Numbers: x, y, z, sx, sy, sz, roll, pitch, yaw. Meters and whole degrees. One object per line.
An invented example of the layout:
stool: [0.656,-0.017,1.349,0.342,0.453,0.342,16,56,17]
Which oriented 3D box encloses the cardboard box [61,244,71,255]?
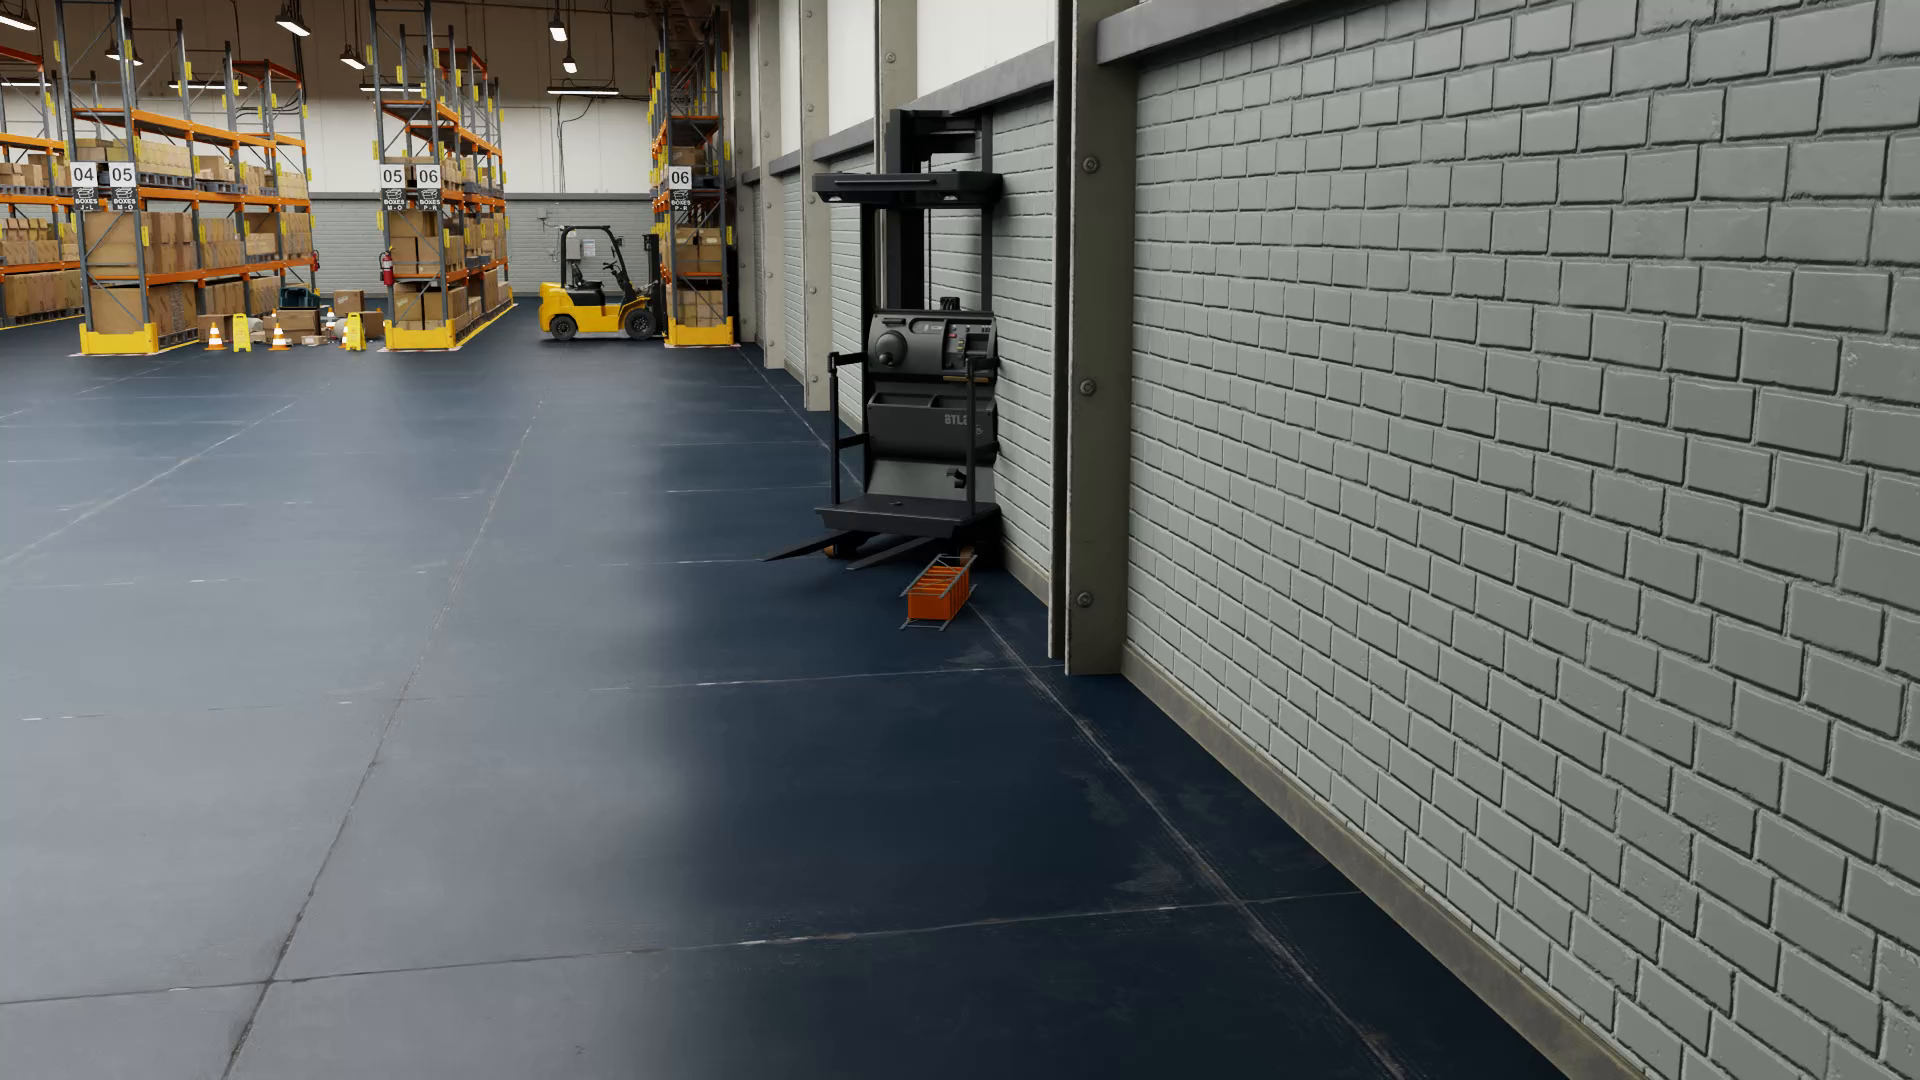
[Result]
cardboard box: [-21.531,-6.916,39.617,0.500,0.250,0.500,-2,11,-12]

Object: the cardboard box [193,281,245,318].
cardboard box: [-16.004,-5.162,35.691,1.050,0.750,0.750,-2,11,-12]

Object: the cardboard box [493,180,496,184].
cardboard box: [-12.578,-9.418,44.144,0.500,0.250,0.500,-3,11,-16]

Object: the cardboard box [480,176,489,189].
cardboard box: [-11.599,-8.590,39.901,0.500,0.311,0.500,-2,11,-11]

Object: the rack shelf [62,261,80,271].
rack shelf: [-22.086,-6.761,41.122,1.077,0.370,4.000,-2,11,-11]

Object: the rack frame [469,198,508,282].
rack frame: [-12.754,-7.842,44.875,1.000,3.000,0.127,-2,11,-11]

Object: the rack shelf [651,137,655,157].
rack shelf: [-7.497,-10.248,43.407,1.077,0.370,4.000,-2,11,-11]

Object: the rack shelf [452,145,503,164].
rack shelf: [-12.365,-9.872,42.492,1.077,0.370,4.000,-2,11,-11]

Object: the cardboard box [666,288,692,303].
cardboard box: [-5.382,-4.694,31.893,0.500,0.250,0.500,-2,11,-10]

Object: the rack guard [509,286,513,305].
rack guard: [-12.759,-6.618,45.132,1.175,0.500,0.348,-2,11,-11]

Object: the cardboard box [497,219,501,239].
cardboard box: [-12.012,-7.932,42.407,0.500,0.500,0.500,-2,11,-10]

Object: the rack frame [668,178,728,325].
rack frame: [-4.774,-5.089,30.410,1.000,3.000,0.127,-2,11,-11]

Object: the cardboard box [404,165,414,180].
cardboard box: [-10.006,-6.538,29.605,0.500,0.250,0.500,-2,11,-12]

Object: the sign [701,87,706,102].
sign: [-5.786,-10.061,37.565,0.100,0.325,0.005,-2,11,-11]

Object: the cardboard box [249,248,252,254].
cardboard box: [-16.028,-6.447,37.096,0.380,0.149,0.250,-2,11,-8]

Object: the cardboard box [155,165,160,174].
cardboard box: [-14.427,-6.574,29.474,0.380,0.149,0.250,-2,11,-11]

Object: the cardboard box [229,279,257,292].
cardboard box: [-15.931,-5.658,36.959,0.500,0.250,0.500,-3,11,-14]

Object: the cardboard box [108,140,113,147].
cardboard box: [-15.025,-6.896,29.031,0.380,0.149,0.250,-2,11,-10]

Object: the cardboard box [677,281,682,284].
cardboard box: [-6.674,-5.934,38.680,0.380,0.149,0.250,-3,11,-14]

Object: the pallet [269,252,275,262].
pallet: [-16.806,-6.670,39.232,1.003,0.211,1.213,-2,11,-11]

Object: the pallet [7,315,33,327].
pallet: [-20.998,-4.792,36.308,1.003,0.211,1.213,-2,11,-11]

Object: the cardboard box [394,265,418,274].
cardboard box: [-9.925,-4.845,29.801,0.380,0.149,0.250,-2,11,-9]

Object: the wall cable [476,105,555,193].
wall cable: [-13.398,-11.849,49.883,2.355,3.000,0.029,-2,11,-11]

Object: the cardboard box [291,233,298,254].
cardboard box: [-16.827,-7.389,41.434,0.500,0.500,0.500,-2,11,-12]

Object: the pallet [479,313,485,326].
pallet: [-11.048,-4.862,36.674,1.003,0.211,1.213,-2,11,-11]

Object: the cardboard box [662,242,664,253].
cardboard box: [-6.303,-6.449,36.621,0.500,0.250,0.500,-2,11,-12]

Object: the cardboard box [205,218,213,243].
cardboard box: [-15.558,-6.261,33.626,0.700,0.500,0.500,-2,11,-11]

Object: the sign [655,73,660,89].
sign: [-6.082,-9.245,33.493,0.100,0.325,0.005,-2,11,-11]

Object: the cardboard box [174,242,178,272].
cardboard box: [-15.054,-5.246,30.833,0.875,0.550,0.550,-2,11,-11]

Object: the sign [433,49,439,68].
sign: [-9.110,-8.372,28.906,0.100,0.325,0.005,-2,11,-11]

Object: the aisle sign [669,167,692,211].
aisle sign: [-5.049,-6.343,30.047,0.394,0.787,0.004,-2,11,-11]

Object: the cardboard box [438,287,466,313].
cardboard box: [-9.941,-4.673,32.451,0.500,0.500,0.500,-2,11,-10]

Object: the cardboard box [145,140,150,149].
cardboard box: [-14.329,-6.872,28.905,0.380,0.149,0.250,-2,11,-12]

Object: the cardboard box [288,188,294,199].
cardboard box: [-16.831,-8.592,41.194,0.500,0.250,0.500,-2,11,-9]

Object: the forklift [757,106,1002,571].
forklift: [-0.267,-1.333,10.862,1.130,2.935,3.031,5,12,25]

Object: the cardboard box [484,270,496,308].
cardboard box: [-11.594,-5.995,39.729,0.875,0.875,0.875,-2,11,-9]

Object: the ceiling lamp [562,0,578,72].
ceiling lamp: [-9.101,-12.870,39.639,0.800,3.185,2.000,-2,11,-11]

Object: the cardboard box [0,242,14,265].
cardboard box: [-20.746,-6.163,35.784,0.500,0.500,0.500,-2,11,-9]

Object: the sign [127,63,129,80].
sign: [-15.786,-8.866,31.498,0.100,0.325,0.005,-2,11,-11]

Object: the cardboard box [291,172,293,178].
cardboard box: [-16.959,-9.151,41.731,0.380,0.149,0.250,-2,11,-13]

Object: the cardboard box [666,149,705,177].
cardboard box: [-5.200,-7.131,31.457,0.700,0.500,0.500,-2,11,-11]

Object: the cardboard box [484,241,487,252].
cardboard box: [-11.154,-6.743,38.168,0.500,0.250,0.500,-2,11,-10]

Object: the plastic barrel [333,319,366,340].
plastic barrel: [-11.529,-3.966,31.400,0.512,0.421,0.421,6,12,28]

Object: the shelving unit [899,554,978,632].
shelving unit: [-0.111,0.292,9.644,0.258,0.189,1.200,2,11,10]

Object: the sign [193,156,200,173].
sign: [-14.712,-7.229,32.040,0.100,0.325,0.005,-2,11,-11]

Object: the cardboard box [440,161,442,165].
cardboard box: [-9.564,-6.816,30.000,0.380,0.149,0.250,-2,11,-11]

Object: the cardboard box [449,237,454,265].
cardboard box: [-9.566,-5.295,30.429,0.500,0.500,0.500,-2,11,-9]

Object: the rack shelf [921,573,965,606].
rack shelf: [-0.104,0.284,9.687,0.258,0.180,0.103,2,11,10]

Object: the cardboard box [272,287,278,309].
cardboard box: [-16.321,-5.667,39.013,0.500,0.500,0.500,-2,11,-12]

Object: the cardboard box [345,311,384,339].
cardboard box: [-11.546,-4.168,32.253,0.500,0.500,0.500,6,12,28]

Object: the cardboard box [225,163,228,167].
cardboard box: [-16.638,-8.375,37.338,0.396,0.266,0.258,-2,11,-11]

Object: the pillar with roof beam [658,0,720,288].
pillar with roof beam: [-10.582,-10.241,41.433,9.100,9.000,0.548,-2,11,-11]
